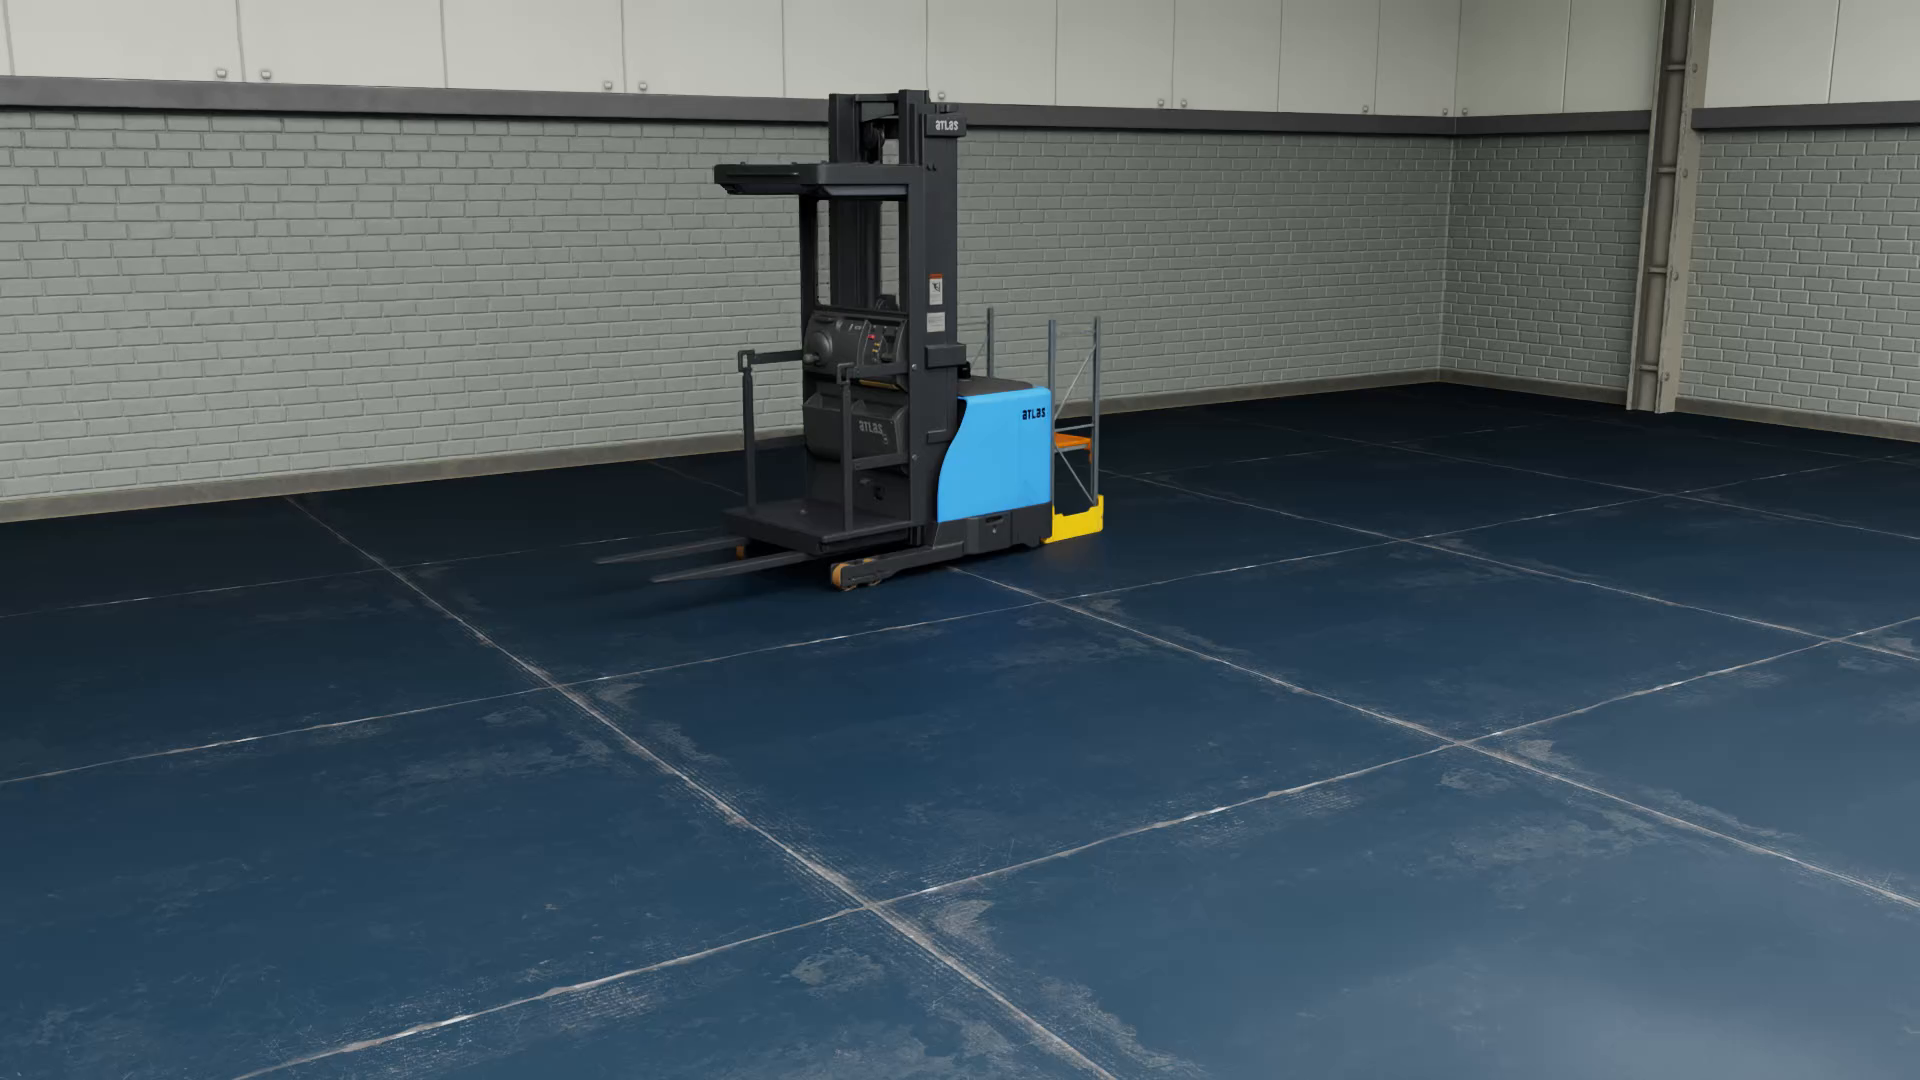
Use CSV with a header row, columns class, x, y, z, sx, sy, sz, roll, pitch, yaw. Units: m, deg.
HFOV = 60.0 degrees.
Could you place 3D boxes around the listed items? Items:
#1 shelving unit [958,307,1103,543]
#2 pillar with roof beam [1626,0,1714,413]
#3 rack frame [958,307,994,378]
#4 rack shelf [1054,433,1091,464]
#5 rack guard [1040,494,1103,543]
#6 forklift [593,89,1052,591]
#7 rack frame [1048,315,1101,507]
class,x,y,z,sx,sy,sz,roll,pitch,yaw
shelving unit,0.422,-0.837,11.679,0.587,1.500,1.083,-12,17,-43
pillar with roof beam,3.757,-5.267,14.382,9.100,9.000,0.400,-8,15,-33
rack frame,0.058,-0.916,12.038,0.500,1.500,0.032,-12,17,-43
rack shelf,0.415,-0.663,11.723,0.538,0.185,1.000,-12,17,-43
rack guard,0.772,-0.151,11.466,0.587,0.250,0.087,-12,17,-43
forklift,-0.811,-1.253,10.231,3.031,2.935,1.130,-11,16,-41
rack frame,0.773,-0.761,11.332,0.500,1.500,0.032,-12,17,-43
